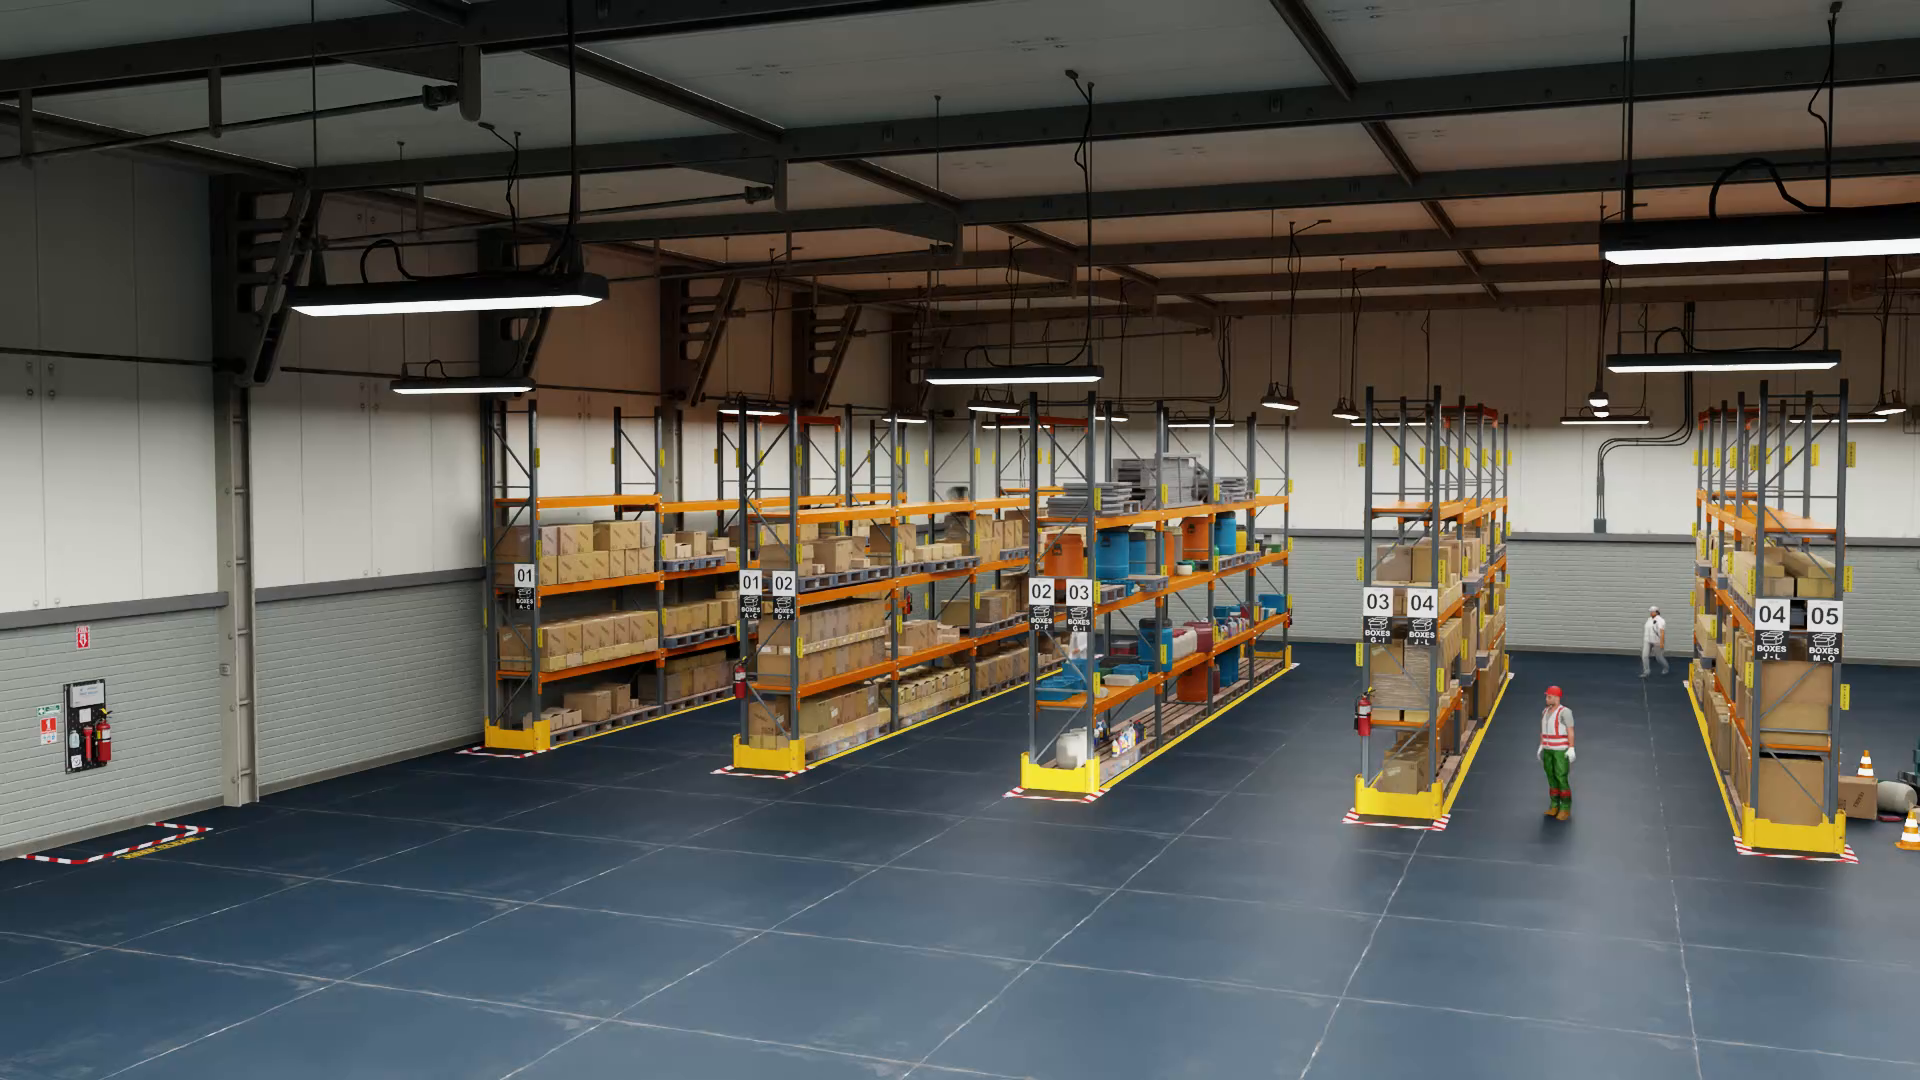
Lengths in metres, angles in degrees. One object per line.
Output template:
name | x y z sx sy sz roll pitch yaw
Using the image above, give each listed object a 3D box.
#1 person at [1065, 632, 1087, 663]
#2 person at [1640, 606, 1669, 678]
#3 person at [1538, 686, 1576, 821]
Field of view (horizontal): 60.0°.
person | 2.493 2.469 34.673 0.571 1.804 0.954 1 3 20
person | 15.843 2.311 37.889 0.514 1.620 0.805 3 4 45
person | 8.331 2.960 23.273 0.397 1.813 0.647 -1 3 -22
